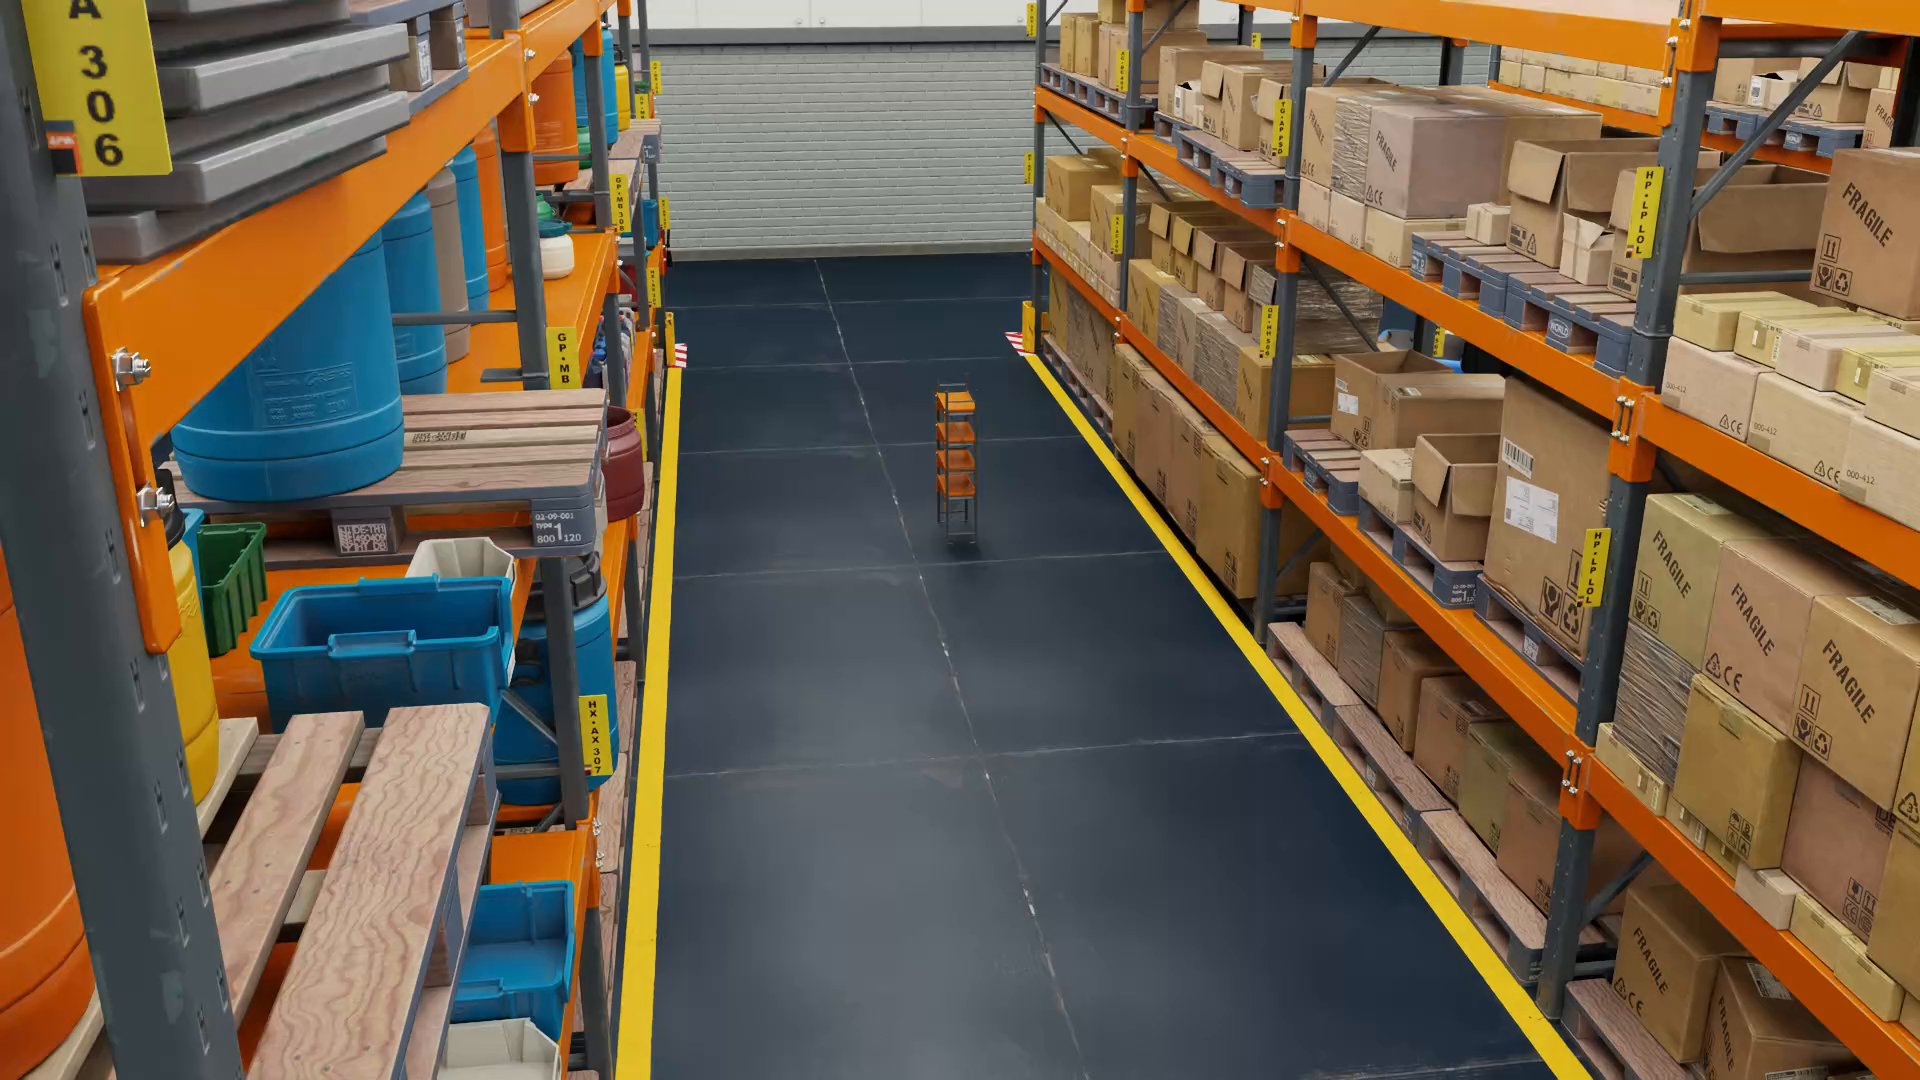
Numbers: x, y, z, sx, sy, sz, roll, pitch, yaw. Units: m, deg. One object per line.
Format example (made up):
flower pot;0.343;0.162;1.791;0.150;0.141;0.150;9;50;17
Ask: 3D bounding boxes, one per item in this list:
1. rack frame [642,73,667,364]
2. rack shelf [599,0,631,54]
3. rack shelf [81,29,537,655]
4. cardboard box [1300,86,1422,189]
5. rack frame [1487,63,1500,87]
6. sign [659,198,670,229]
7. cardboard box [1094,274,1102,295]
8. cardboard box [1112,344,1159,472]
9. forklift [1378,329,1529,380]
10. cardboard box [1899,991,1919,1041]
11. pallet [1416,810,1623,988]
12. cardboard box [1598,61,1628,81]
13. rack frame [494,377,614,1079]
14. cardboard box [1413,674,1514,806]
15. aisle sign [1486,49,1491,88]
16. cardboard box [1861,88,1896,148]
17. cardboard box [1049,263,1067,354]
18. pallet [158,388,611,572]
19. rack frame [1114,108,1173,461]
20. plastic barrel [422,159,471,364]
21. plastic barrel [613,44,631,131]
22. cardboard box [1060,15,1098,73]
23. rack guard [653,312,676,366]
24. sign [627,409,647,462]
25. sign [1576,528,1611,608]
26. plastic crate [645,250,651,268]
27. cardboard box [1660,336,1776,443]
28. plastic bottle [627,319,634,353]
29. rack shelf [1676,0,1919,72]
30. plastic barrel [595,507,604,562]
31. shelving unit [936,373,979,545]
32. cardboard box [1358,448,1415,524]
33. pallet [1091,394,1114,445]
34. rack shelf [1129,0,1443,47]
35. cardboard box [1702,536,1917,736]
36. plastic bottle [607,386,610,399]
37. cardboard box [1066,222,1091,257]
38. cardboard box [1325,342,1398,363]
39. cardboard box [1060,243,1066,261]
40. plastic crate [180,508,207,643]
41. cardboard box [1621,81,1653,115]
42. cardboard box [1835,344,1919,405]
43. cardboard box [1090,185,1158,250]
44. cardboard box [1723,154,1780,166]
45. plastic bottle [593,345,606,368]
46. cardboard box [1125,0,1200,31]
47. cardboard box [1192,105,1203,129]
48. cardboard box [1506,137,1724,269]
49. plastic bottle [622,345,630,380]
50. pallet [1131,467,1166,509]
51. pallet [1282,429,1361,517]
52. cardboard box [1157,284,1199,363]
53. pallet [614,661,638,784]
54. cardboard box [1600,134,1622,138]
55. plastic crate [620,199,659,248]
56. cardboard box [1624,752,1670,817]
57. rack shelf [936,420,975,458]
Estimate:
rack frame;-3.614;-3.282;17.216;1.000;3.000;0.127;-3;21;-8
rack shelf;-2.749;-3.491;10.800;1.077;0.370;4.000;-3;21;-8
rack shelf;-1.596;-0.721;3.384;1.077;0.370;4.000;-3;21;-8
cardboard box;2.254;-2.272;9.369;0.500;0.500;0.500;-3;21;-7
rack frame;6.210;-3.747;18.461;1.000;3.000;0.127;-3;21;-8
sign;-3.072;-3.392;17.277;0.100;0.325;0.005;-3;21;-8
cardboard box;1.422;-2.296;14.936;0.380;0.149;0.250;-3;21;-9
cardboard box;1.976;-1.128;13.885;1.225;0.875;0.875;-3;21;-8
forklift;4.921;-1.874;13.546;3.031;2.935;1.130;9;22;22
cardboard box;3.061;1.433;4.951;0.380;0.149;0.250;-3;21;-8
pallet;2.904;1.660;7.970;1.003;0.211;1.213;-3;21;-8
cardboard box;6.326;-4.439;15.527;0.500;0.250;0.500;-2;21;-6
rack frame;-1.884;0.873;6.092;1.000;3.000;0.127;-3;21;-8
cardboard box;2.819;1.014;8.657;0.700;0.500;0.500;-5;21;-12
aisle sign;5.903;-4.975;18.033;0.394;0.787;0.004;-3;21;-8
cardboard box;6.877;-2.960;11.924;0.500;0.500;0.500;-3;21;-8
cardboard box;1.459;-2.516;17.601;0.875;0.875;0.875;-3;21;-8
pallet;-1.683;-0.199;4.945;1.213;0.211;1.003;-3;21;-8
rack frame;1.864;-2.147;14.177;1.000;3.000;0.127;-3;21;-8
plastic barrel;-2.266;-1.159;6.528;0.600;0.901;0.600;0;20;0
plastic barrel;-2.705;-3.281;12.058;0.600;0.588;0.600;0;20;0
cardboard box;1.377;-4.849;16.239;0.700;0.500;0.500;-4;21;-10
rack guard;-3.630;-2.119;17.674;1.175;0.500;0.348;-3;21;-8
sign;-1.917;-0.619;9.852;0.100;0.325;0.005;-3;21;-8
sign;2.469;0.110;6.480;0.100;0.325;0.005;-3;21;-8
plastic crate;-3.064;-2.533;15.366;0.416;0.233;0.300;-3;21;-8
cardboard box;2.829;-0.543;5.811;0.500;0.250;0.500;-4;21;-10
plastic bottle;-2.608;-1.592;12.869;0.152;0.276;0.135;-3;21;-8
rack shelf;3.306;-1.156;3.984;1.077;0.370;4.000;-3;21;-8
plastic barrel;-2.040;-0.073;8.465;0.421;0.512;0.421;0;20;0
shelving unit;-0.024;-0.619;12.660;0.258;1.200;0.503;-3;21;-8
cardboard box;2.455;-0.296;8.837;0.500;0.250;0.500;-4;21;-9
pallet;1.832;-1.108;15.380;1.003;0.211;1.213;-3;21;-8
rack shelf;2.153;-3.740;11.469;1.077;0.370;4.000;-3;21;-8
cardboard box;2.904;0.310;5.602;0.500;0.500;0.500;-3;21;-8
plastic bottle;-2.312;-0.946;11.145;0.097;0.271;0.097;0;20;0
cardboard box;1.320;-2.887;15.947;0.500;0.250;0.500;-3;21;-9
cardboard box;2.640;-0.991;10.939;0.500;0.500;0.500;-2;21;-6
cardboard box;1.200;-2.829;16.364;0.380;0.149;0.250;-3;21;-8
plastic crate;-1.880;0.215;3.589;0.392;0.384;0.575;-3;21;-8
cardboard box;6.388;-4.027;15.137;0.500;0.250;0.500;-3;21;-8
cardboard box;2.961;-0.504;5.136;0.380;0.149;0.250;-2;21;-6
cardboard box;1.465;-2.887;14.875;0.500;0.500;0.500;-3;21;-7
cardboard box;6.963;-3.185;14.960;0.500;0.500;0.500;-2;21;-6
plastic bottle;-2.603;-1.276;12.029;0.097;0.271;0.097;0;20;0
cardboard box;1.735;-4.520;14.285;0.500;0.250;0.500;-4;21;-11
cardboard box;1.930;-3.108;12.222;0.380;0.149;0.250;-4;21;-10
cardboard box;2.911;-1.521;7.467;0.797;0.503;0.637;-2;21;-6
plastic bottle;-2.482;-1.291;12.062;0.152;0.276;0.135;-3;21;-8
pallet;2.050;-0.577;13.960;1.003;0.211;1.213;-3;21;-8
pallet;2.649;-0.431;9.856;1.213;0.211;1.003;-3;21;-8
cardboard box;1.828;-1.674;12.769;0.500;0.500;0.500;-3;21;-9
pallet;-2.387;1.064;9.565;1.003;0.211;1.213;-3;21;-8
cardboard box;6.221;-3.701;16.341;0.500;0.500;0.500;-4;21;-9
plastic crate;-3.381;-3.220;16.914;0.616;0.435;0.499;-3;21;-8
cardboard box;2.774;0.918;6.331;0.380;0.149;0.250;-3;21;-8
rack shelf;-0.024;-0.766;12.605;0.258;0.148;0.480;-3;21;-8
